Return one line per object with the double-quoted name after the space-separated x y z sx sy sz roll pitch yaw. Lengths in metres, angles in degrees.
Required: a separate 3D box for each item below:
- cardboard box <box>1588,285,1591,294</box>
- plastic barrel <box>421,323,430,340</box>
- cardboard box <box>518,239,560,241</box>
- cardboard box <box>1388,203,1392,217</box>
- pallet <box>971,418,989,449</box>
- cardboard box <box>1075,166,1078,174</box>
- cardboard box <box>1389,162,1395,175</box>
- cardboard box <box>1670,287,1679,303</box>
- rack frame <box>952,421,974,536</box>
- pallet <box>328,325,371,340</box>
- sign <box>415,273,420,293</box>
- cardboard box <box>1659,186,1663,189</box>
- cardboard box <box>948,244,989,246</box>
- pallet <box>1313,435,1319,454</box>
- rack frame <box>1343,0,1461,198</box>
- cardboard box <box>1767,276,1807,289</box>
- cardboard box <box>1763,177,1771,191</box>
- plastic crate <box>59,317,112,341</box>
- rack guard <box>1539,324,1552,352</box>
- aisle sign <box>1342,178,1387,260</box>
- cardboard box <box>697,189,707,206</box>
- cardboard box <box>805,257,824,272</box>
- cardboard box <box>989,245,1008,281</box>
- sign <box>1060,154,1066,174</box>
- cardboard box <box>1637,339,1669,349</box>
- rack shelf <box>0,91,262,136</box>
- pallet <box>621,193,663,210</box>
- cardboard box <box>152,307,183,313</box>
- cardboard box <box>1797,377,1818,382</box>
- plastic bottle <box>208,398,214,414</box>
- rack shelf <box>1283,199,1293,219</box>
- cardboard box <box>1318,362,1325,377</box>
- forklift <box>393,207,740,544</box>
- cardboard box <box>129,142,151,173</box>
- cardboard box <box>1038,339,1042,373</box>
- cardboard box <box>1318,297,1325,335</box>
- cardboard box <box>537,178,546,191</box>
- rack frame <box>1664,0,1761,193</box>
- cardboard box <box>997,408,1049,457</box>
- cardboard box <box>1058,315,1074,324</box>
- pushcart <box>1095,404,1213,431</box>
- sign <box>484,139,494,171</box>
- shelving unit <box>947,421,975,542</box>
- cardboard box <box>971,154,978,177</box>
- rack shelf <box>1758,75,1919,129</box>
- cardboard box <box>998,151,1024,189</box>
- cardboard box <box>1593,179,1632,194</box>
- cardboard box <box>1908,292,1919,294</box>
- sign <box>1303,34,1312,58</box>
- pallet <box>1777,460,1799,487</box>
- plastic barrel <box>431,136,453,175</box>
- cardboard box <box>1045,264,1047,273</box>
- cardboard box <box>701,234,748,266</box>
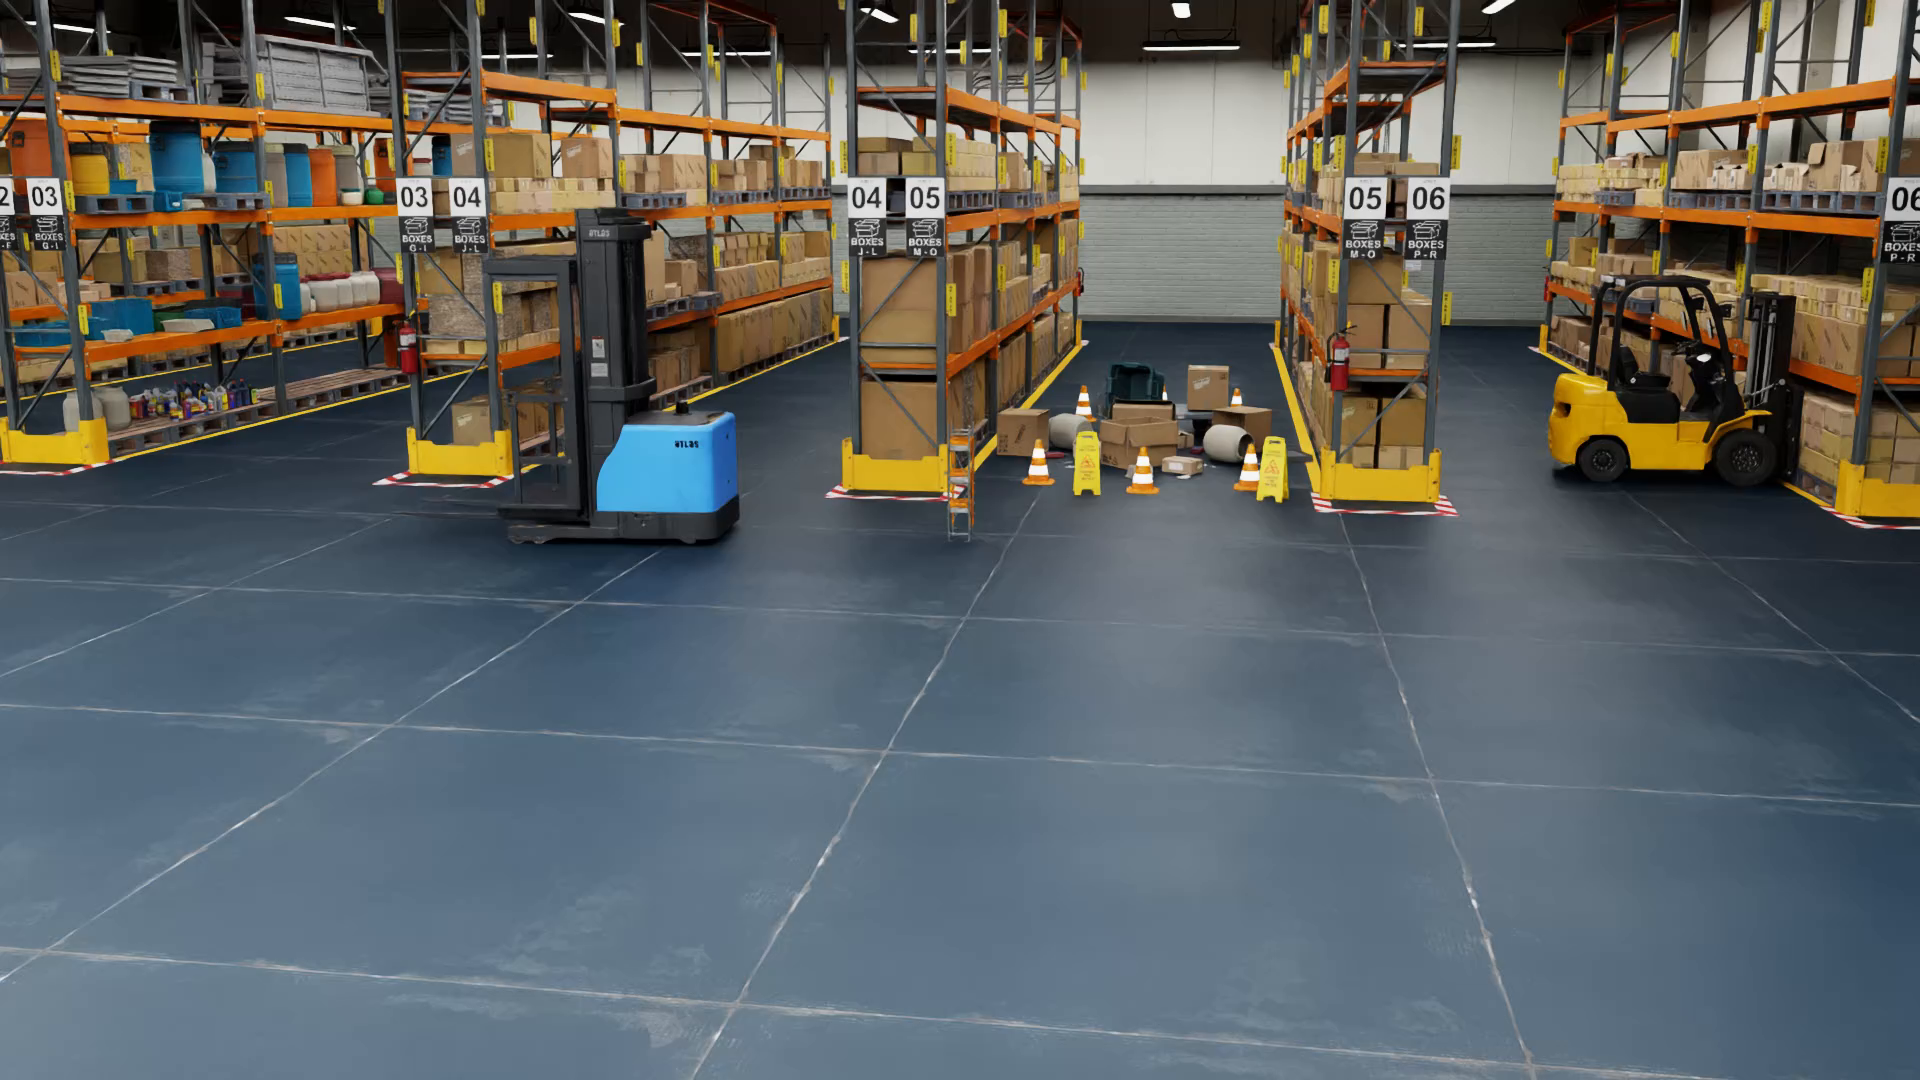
10.836 -4.228 28.090 0.380 0.149 0.250 2 12 10 "cardboard box"
-8.957 -3.395 28.352 0.600 0.588 0.708 2 12 9 "plastic barrel"
-5.306 -3.531 20.942 0.500 0.500 0.500 2 12 9 "cardboard box"
4.679 -3.450 17.357 0.380 0.149 0.250 2 12 8 "cardboard box"
-0.219 -1.337 20.696 1.003 0.211 1.213 2 12 9 "pallet"
2.060 -7.107 31.956 0.380 0.149 0.250 2 12 8 "cardboard box"
4.546 -3.738 16.800 0.380 0.149 0.250 2 12 8 "cardboard box"
10.015 -3.372 22.687 0.500 0.250 0.500 2 12 10 "cardboard box"
0.027 -0.550 15.052 0.200 1.050 0.008 2 12 9 "rack frame"
-12.986 -4.312 34.503 1.003 0.211 1.213 2 12 9 "pallet"
-8.644 -4.094 26.484 0.100 0.325 0.005 2 12 9 "sign"
10.278 -5.112 23.883 0.380 0.149 0.250 2 12 7 "cardboard box"
-0.115 -3.381 20.644 0.875 0.550 0.550 2 12 9 "cardboard box"
4.814 -1.212 20.118 1.003 0.211 1.213 2 12 9 "pallet"
4.267 -4.817 15.983 1.000 3.000 0.127 2 12 9 "rack frame"
9.512 -2.953 19.093 0.380 0.149 0.250 2 12 10 "cardboard box"
9.418 -4.071 19.004 0.380 0.149 0.250 2 12 10 "cardboard box"
-10.532 -2.542 20.020 0.499 0.251 0.408 2 12 9 "plastic crate"
11.621 -3.817 31.517 1.175 0.500 0.348 2 12 9 "rack guard"
3.971 -3.151 16.325 0.394 0.787 0.004 2 12 9 "aisle sign"
-4.126 -5.156 25.036 0.500 0.250 0.500 2 12 9 "cardboard box"
-2.955 -5.393 32.546 0.500 0.250 0.500 2 12 8 "cardboard box"
0.280 -3.814 22.962 0.700 0.500 0.500 2 12 8 "cardboard box"
1.755 -6.416 28.361 0.100 0.325 0.005 2 12 9 "sign"
10.324 -2.912 24.781 0.380 0.149 0.250 1 12 7 "cardboard box"
-10.112 -5.167 20.267 1.077 0.370 4.000 2 12 9 "rack shelf"
-4.710 -4.537 22.252 1.213 0.211 1.003 2 12 9 "pallet"
-14.013 -3.979 29.446 0.500 0.250 0.500 2 12 8 "cardboard box"
9.840 -1.692 18.880 0.500 0.250 0.500 2 12 8 "cardboard box"
-9.718 -1.735 21.524 0.097 0.201 0.097 0 12 0 "plastic bottle"
6.420 -5.913 29.897 1.077 0.370 4.000 2 12 9 "rack shelf"
4.330 -1.960 19.178 0.380 0.149 0.250 3 12 12 "cardboard box"
-3.614 -1.505 15.019 3.031 2.935 1.130 1 12 5 "forklift"
-13.931 -6.393 27.806 0.500 0.500 0.500 2 12 9 "cardboard box"
1.025 -2.916 26.339 0.500 0.500 0.500 2 12 9 "cardboard box"
4.395 -2.619 19.082 0.500 0.500 0.500 2 12 8 "cardboard box"
-5.021 -4.112 19.245 0.380 0.149 0.250 1 12 6 "cardboard box"
10.402 -6.322 22.967 1.000 3.000 0.127 2 12 9 "rack frame"
0.751 -1.279 19.734 0.500 0.500 0.500 4 13 18 "cardboard box"
1.980 -4.229 31.857 0.380 0.149 0.250 2 12 7 "cardboard box"
2.621 -1.498 21.049 1.648 0.377 0.936 -2 12 -11 "pushcart"
-4.989 -4.081 17.615 0.100 0.325 0.005 2 12 9 "sign"
0.008 -0.524 14.934 0.215 1.050 0.252 2 12 9 "shelving unit"
-0.080 -4.223 18.765 0.500 0.250 0.500 2 12 8 "cardboard box"
9.480 -4.526 17.290 1.077 0.370 4.000 2 12 9 "rack shelf"
0.600 -5.087 22.886 0.500 0.500 0.500 2 12 9 "cardboard box"
10.844 -5.869 27.635 0.500 0.250 0.500 2 12 9 "cardboard box"
9.538 -2.352 16.302 0.380 0.149 0.250 2 12 11 "cardboard box"
4.948 -7.033 23.675 0.100 0.325 0.005 2 12 9 "sign"
9.438 -0.775 18.086 1.003 0.211 1.213 2 12 9 "pallet"
-8.685 -6.420 28.356 0.600 0.901 0.708 2 12 9 "plastic barrel"
1.259 -4.553 27.895 0.380 0.149 0.250 2 12 11 "cardboard box"
-3.967 -4.837 27.697 0.797 0.503 0.637 2 12 10 "cardboard box"
